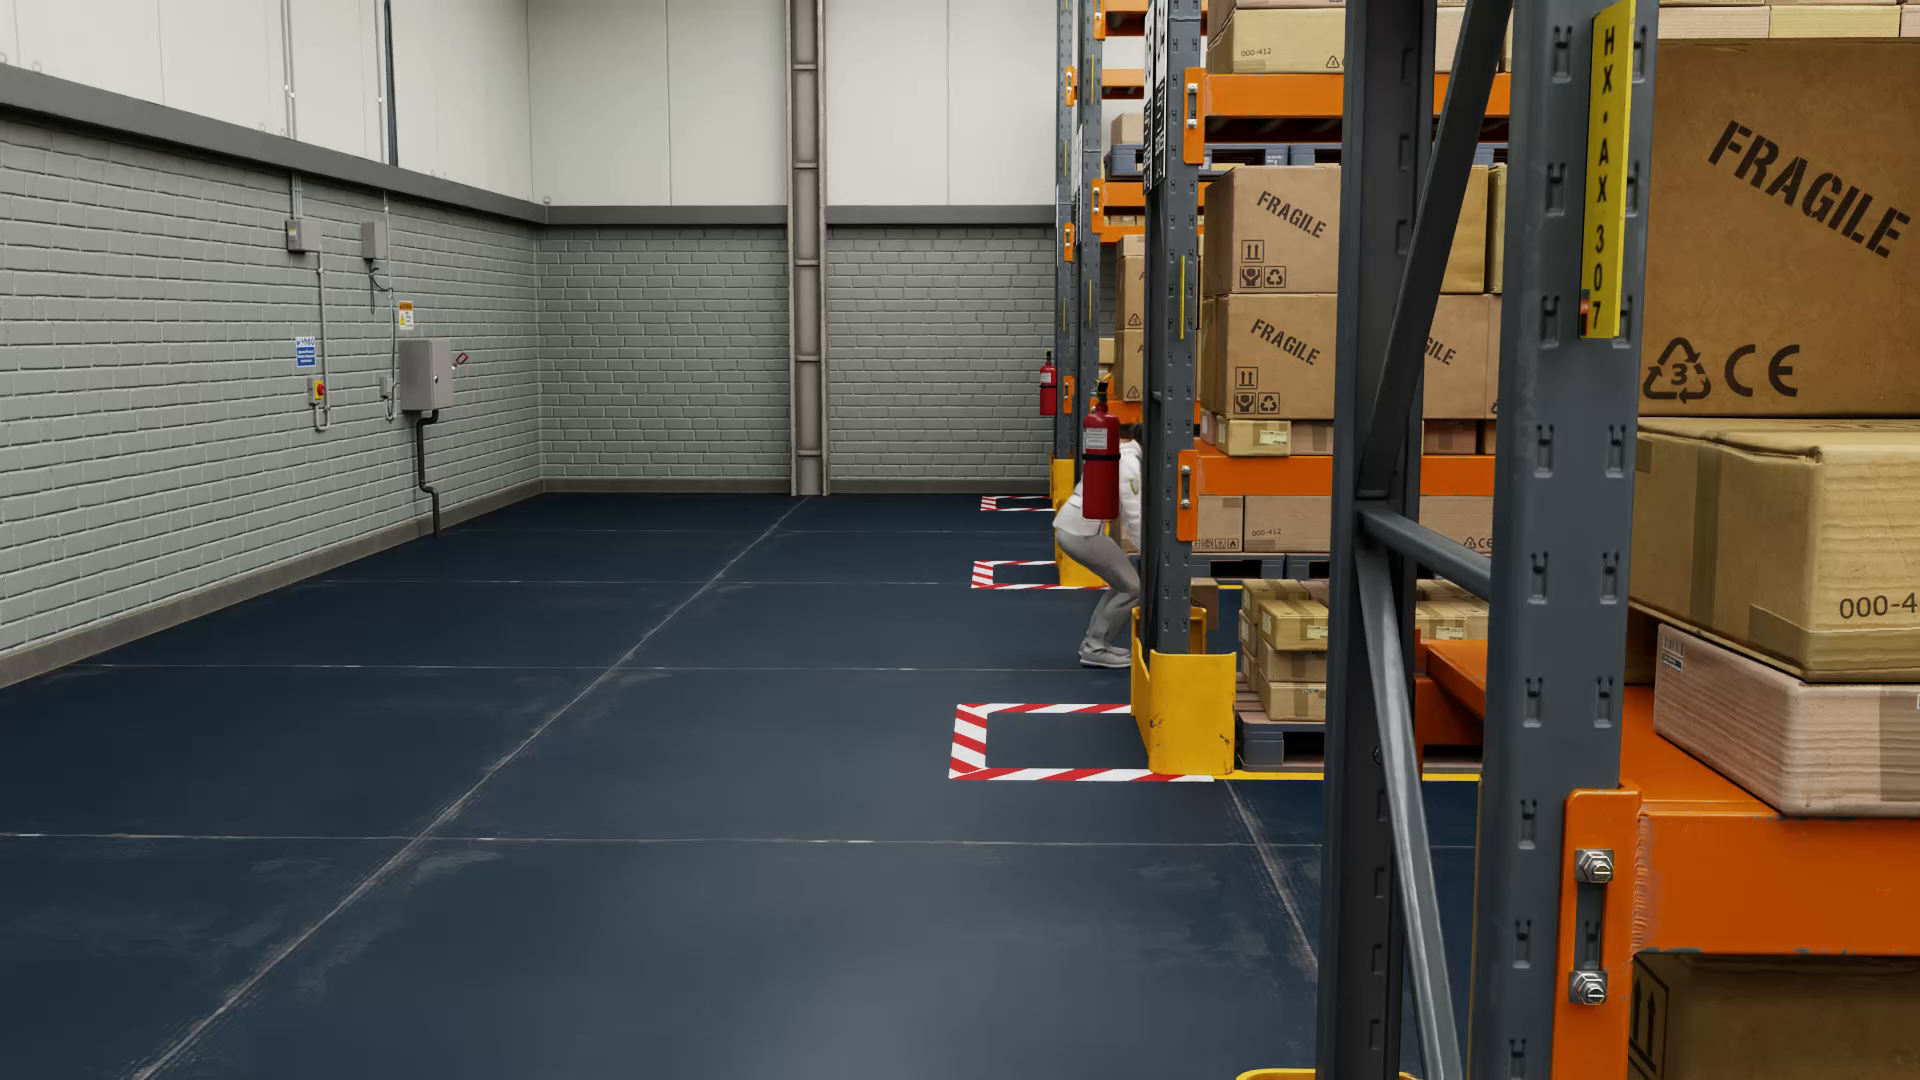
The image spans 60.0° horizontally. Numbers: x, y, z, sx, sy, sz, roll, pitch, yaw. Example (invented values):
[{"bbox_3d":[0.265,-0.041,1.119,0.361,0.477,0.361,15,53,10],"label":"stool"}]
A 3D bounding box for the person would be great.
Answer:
[{"bbox_3d":[0.857,-0.012,9.031,0.708,1.376,0.535,0,7,1],"label":"person"}]
